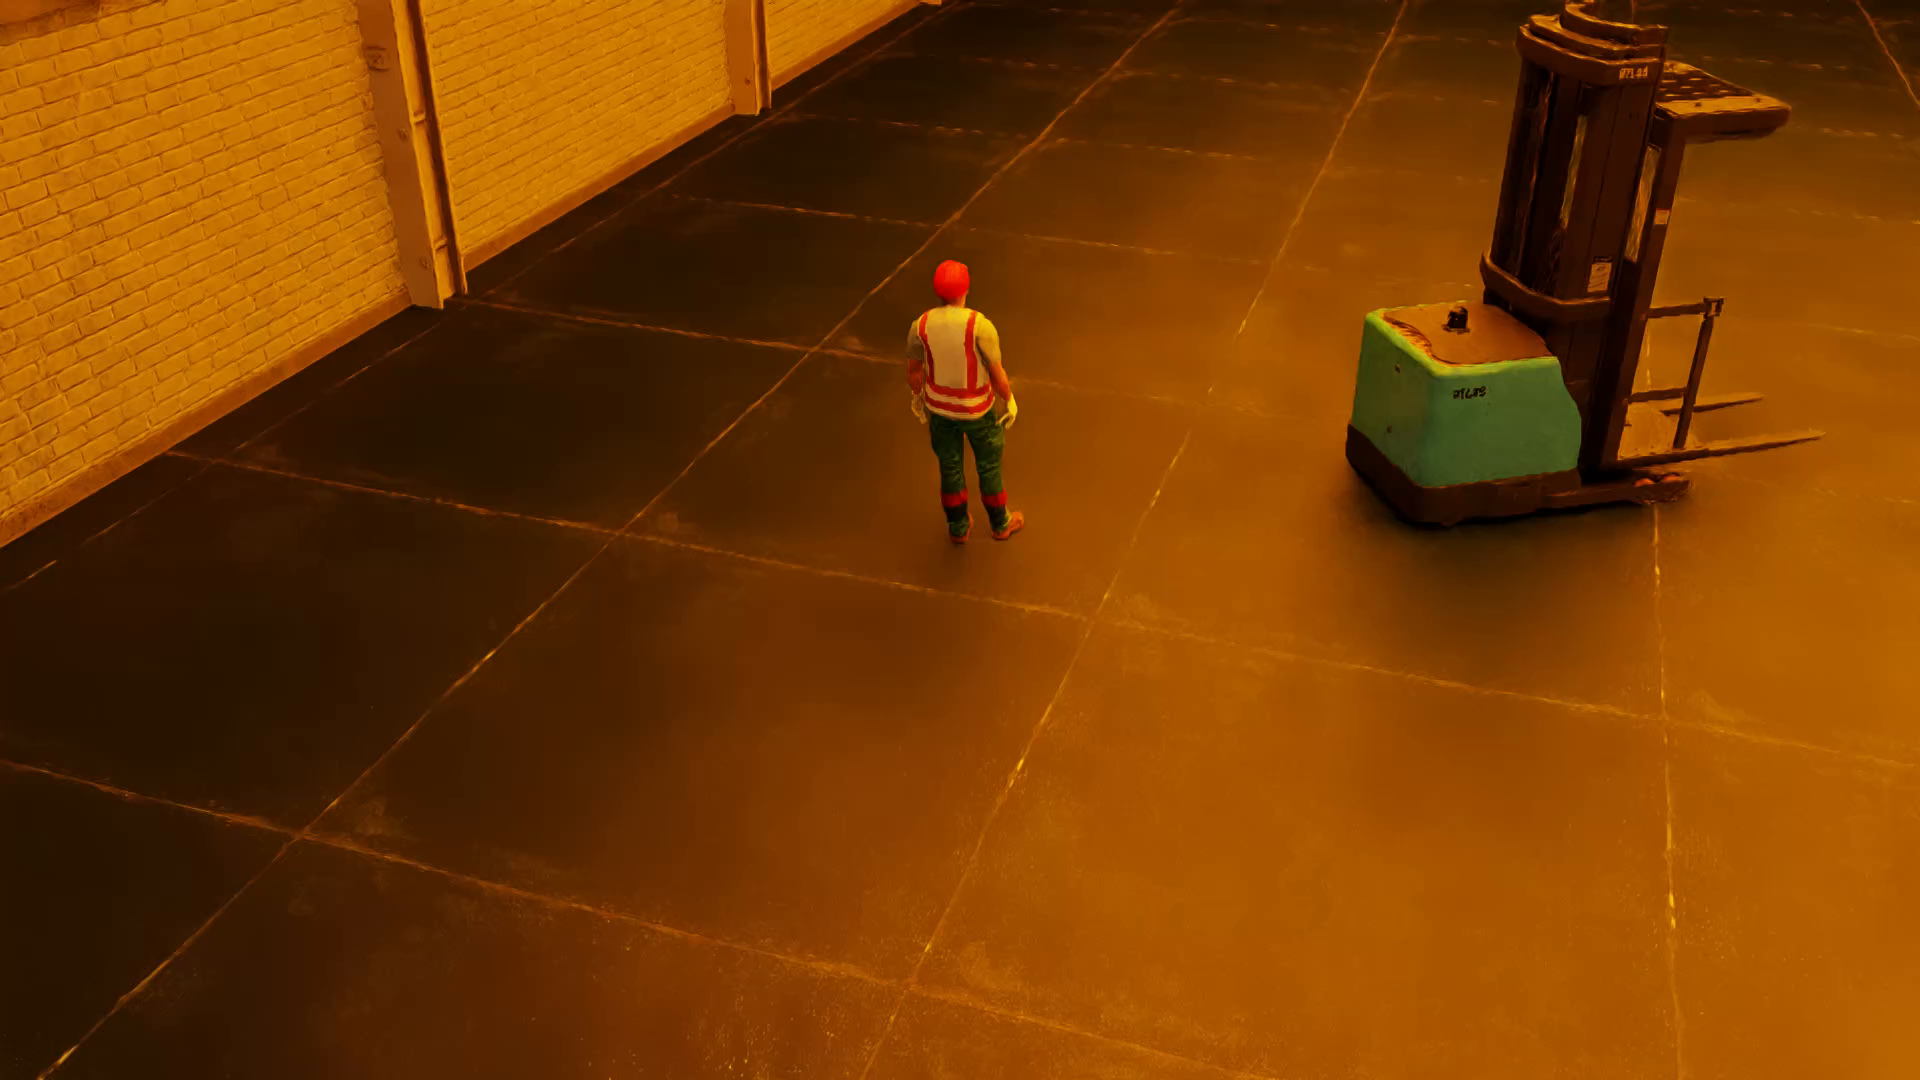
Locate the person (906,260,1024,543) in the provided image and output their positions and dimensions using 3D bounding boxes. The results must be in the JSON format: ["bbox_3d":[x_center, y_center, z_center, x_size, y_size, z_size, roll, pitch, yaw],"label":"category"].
[{"bbox_3d":[0.037,-0.819,9.713,0.637,1.787,0.563,10,31,16],"label":"person"}]

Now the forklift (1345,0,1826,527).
[{"bbox_3d":[4.104,-1.741,10.190,3.031,2.935,1.130,-7,30,-12],"label":"forklift"}]
